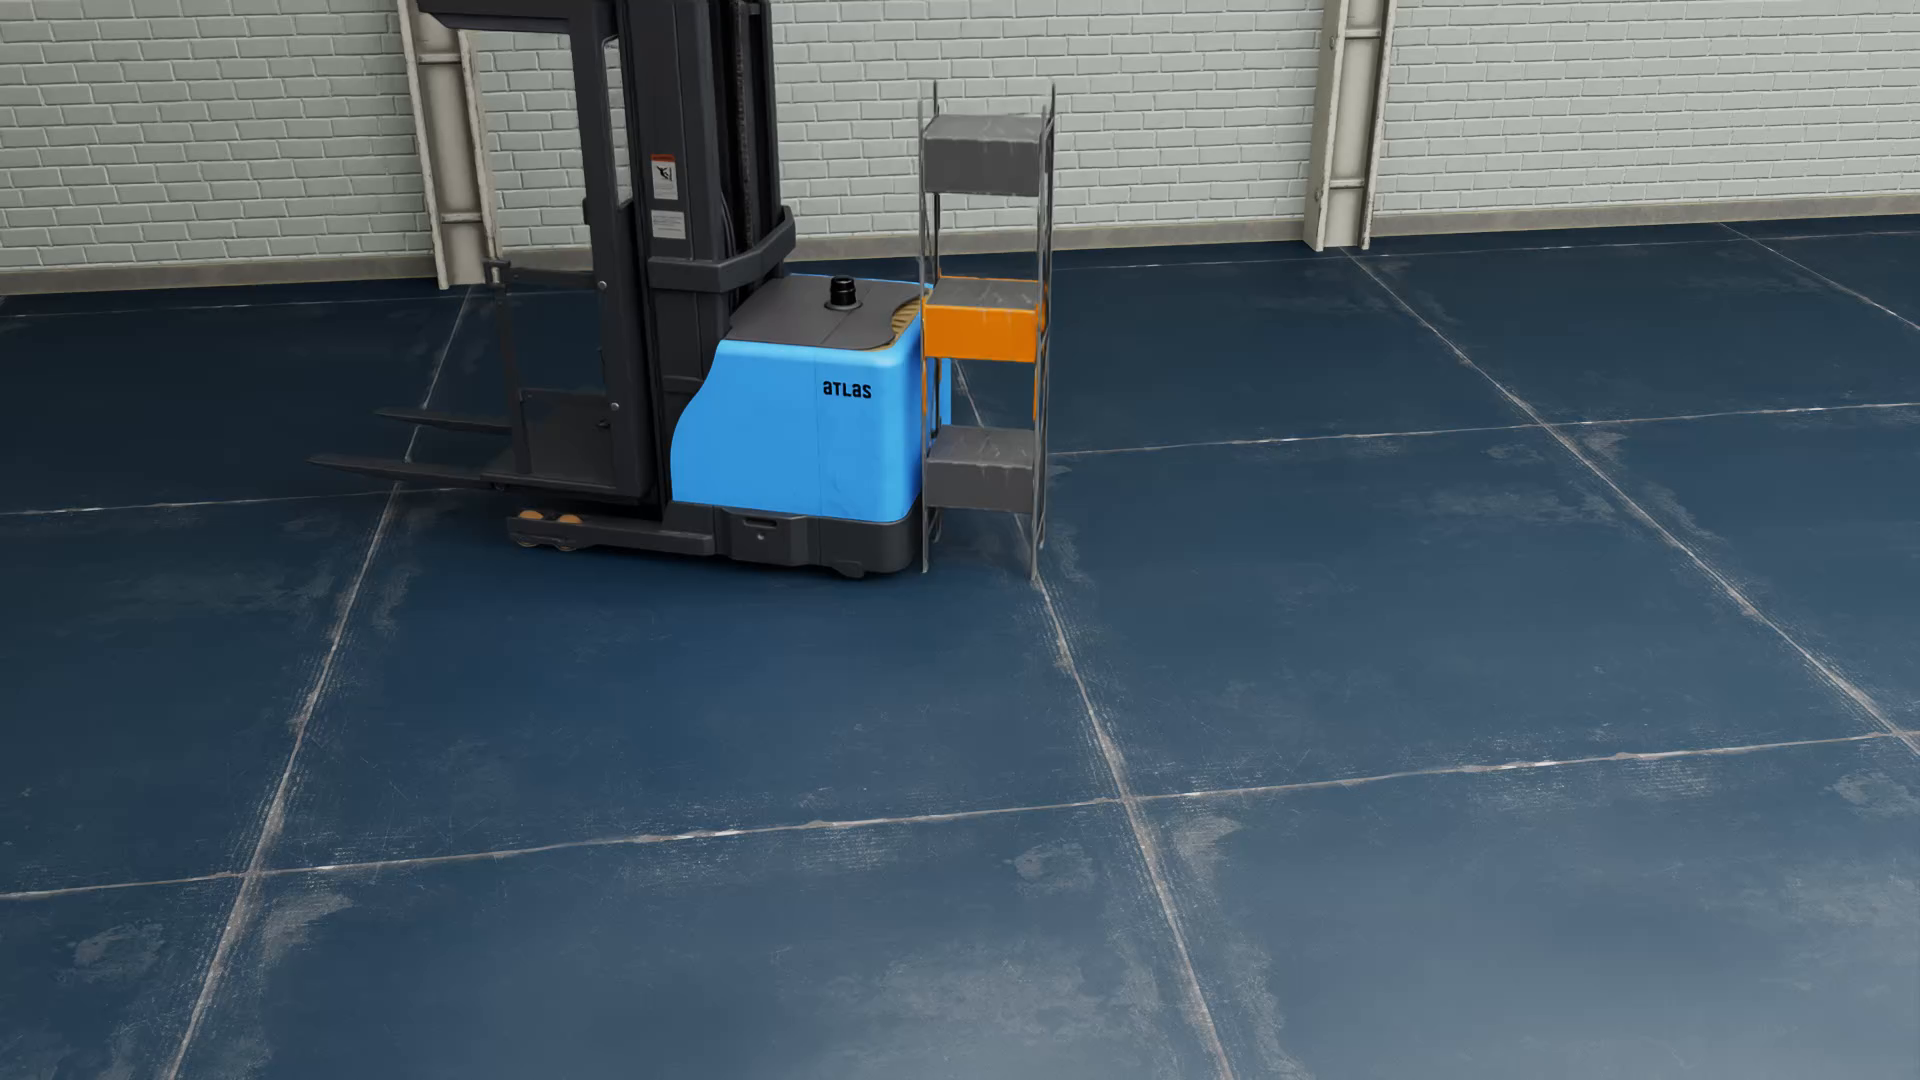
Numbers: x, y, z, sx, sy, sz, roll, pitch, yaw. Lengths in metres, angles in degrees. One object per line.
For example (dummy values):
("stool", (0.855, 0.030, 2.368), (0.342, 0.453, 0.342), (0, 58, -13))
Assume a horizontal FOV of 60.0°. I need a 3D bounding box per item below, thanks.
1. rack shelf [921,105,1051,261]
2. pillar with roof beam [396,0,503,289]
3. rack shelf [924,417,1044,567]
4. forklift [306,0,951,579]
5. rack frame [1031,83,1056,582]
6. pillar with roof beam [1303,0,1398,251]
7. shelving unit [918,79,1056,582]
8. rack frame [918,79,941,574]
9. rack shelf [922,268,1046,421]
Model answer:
("rack shelf", (0.113, -1.465, 6.802), (0.480, 0.518, 0.431), (4, 27, 8))
("pillar with roof beam", (-2.663, -3.793, 5.285), (0.400, 9.000, 9.100), (-4, 27, -7))
("rack shelf", (0.113, -0.220, 7.441), (0.480, 0.518, 0.431), (4, 27, 8))
("forklift", (-1.603, -1.477, 7.418), (3.031, 2.935, 1.130), (6, 28, 12))
("rack frame", (0.354, -0.838, 7.082), (0.015, 2.100, 0.400), (4, 27, 8))
("pillar with roof beam", (3.279, -4.175, 6.029), (0.400, 9.000, 9.100), (-4, 27, -7))
("shelving unit", (0.113, -0.855, 7.115), (0.503, 2.100, 0.431), (4, 27, 8))
("rack frame", (-0.128, -0.871, 7.148), (0.015, 2.100, 0.400), (4, 27, 8))
("rack shelf", (0.113, -0.842, 7.122), (0.480, 0.518, 0.431), (4, 27, 8))
